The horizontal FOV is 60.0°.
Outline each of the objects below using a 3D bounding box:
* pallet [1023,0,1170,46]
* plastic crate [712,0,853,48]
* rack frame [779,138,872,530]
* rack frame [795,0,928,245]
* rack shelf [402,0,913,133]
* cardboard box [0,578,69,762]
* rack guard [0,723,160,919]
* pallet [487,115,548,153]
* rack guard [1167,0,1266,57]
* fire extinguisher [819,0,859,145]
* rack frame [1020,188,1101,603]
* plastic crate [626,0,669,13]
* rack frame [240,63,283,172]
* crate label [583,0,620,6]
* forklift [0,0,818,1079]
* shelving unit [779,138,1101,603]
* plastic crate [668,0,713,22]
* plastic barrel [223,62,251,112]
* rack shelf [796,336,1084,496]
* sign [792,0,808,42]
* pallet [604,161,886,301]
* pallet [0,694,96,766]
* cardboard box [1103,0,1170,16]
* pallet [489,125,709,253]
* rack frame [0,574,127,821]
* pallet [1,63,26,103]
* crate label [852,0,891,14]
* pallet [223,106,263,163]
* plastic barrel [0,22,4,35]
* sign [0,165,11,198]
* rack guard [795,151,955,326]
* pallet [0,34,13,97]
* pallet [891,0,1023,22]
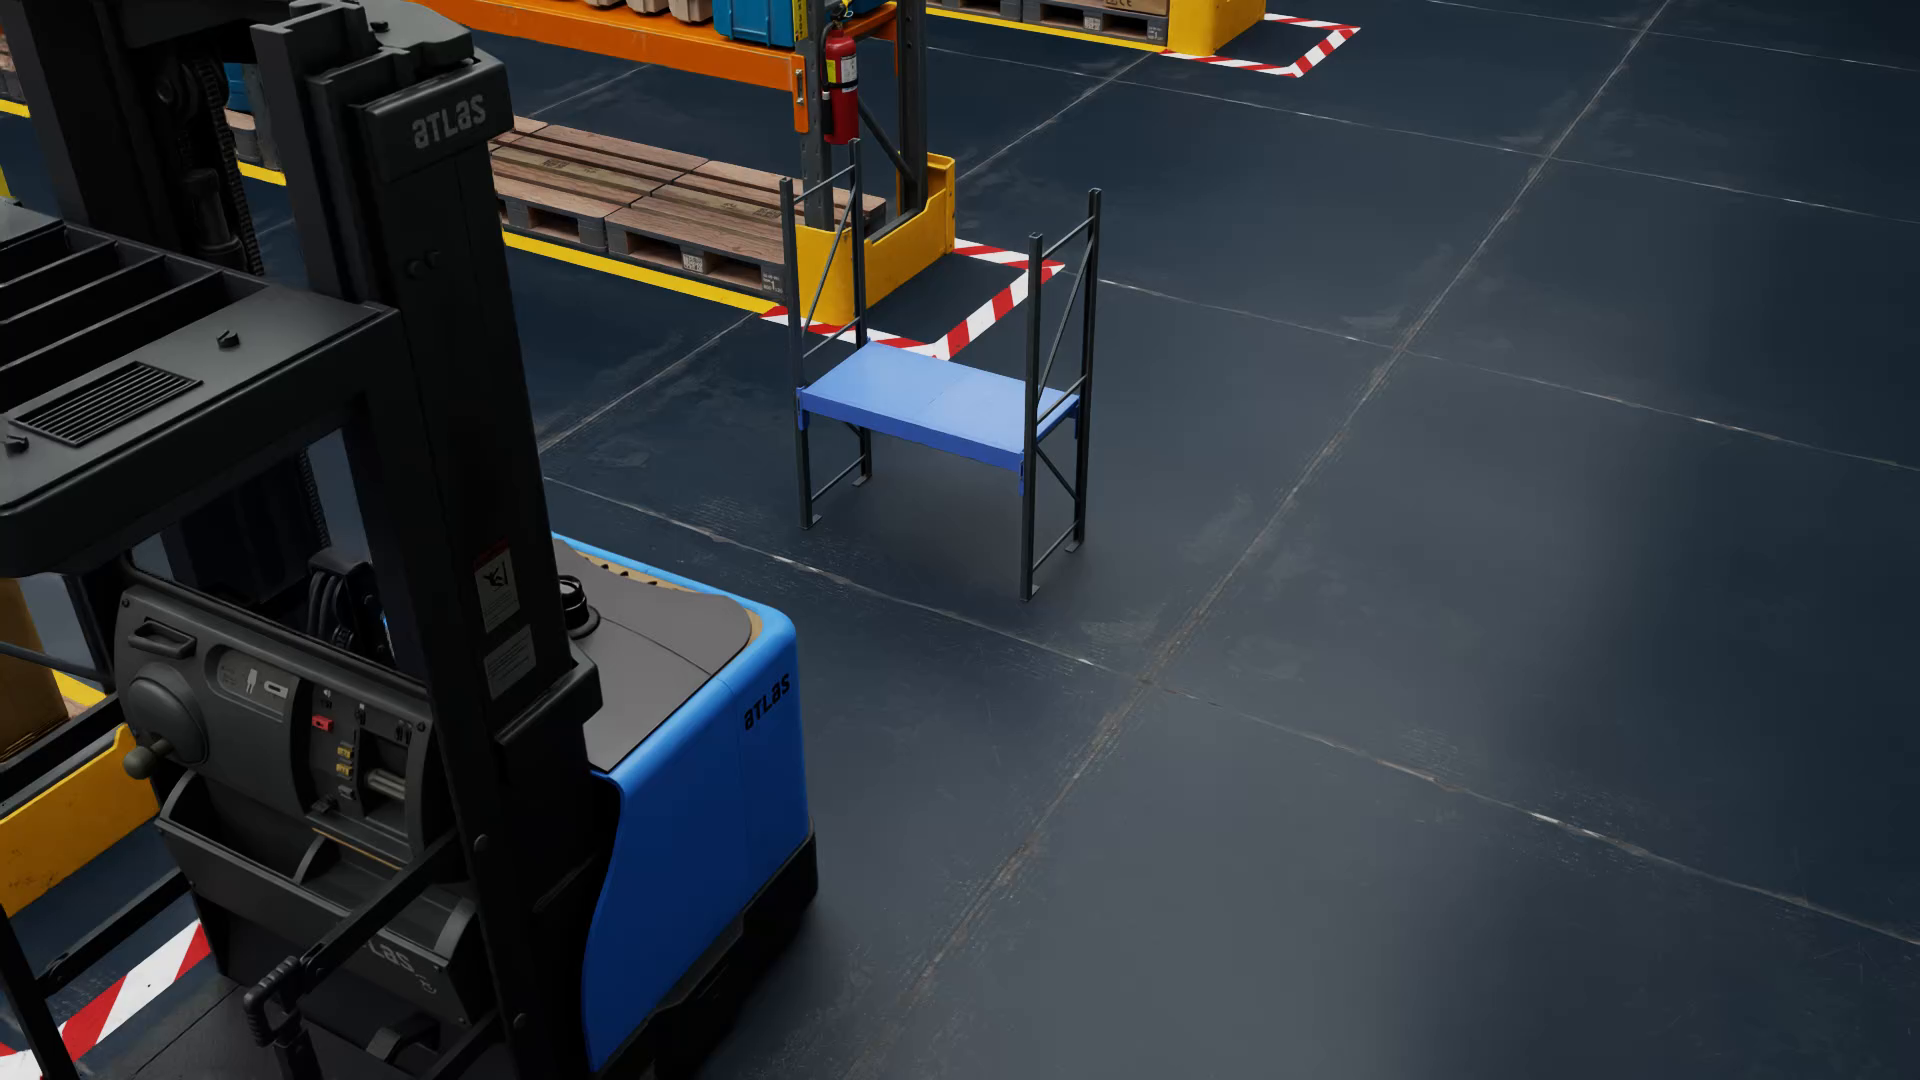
[{"bbox_3d":[1.231,-4.101,12.718,1.213,0.211,1.003,18,37,24],"label":"pallet"},{"bbox_3d":[-0.854,-2.681,7.984,0.499,0.435,0.616,18,37,24],"label":"plastic crate"},{"bbox_3d":[-0.515,-0.788,6.579,0.032,1.500,0.500,18,37,24],"label":"rack frame"},{"bbox_3d":[-0.471,-2.639,8.007,0.127,3.000,1.000,18,37,24],"label":"rack frame"},{"bbox_3d":[-2.207,-2.890,9.032,4.000,0.370,1.077,18,37,24],"label":"rack shelf"},{"bbox_3d":[-3.524,0.316,5.107,0.875,0.875,0.875,18,37,24],"label":"cardboard box"},{"bbox_3d":[-2.908,0.791,5.111,0.348,0.500,1.175,18,37,24],"label":"rack guard"},{"bbox_3d":[-3.286,-2.395,10.156,1.213,0.211,1.003,18,37,24],"label":"pallet"},{"bbox_3d":[1.924,-4.002,12.309,0.348,0.500,1.175,18,37,24],"label":"rack guard"},{"bbox_3d":[-0.565,-2.192,7.741,0.183,0.674,0.296,18,37,24],"label":"fire extinguisher"},{"bbox_3d":[0.367,-0.508,6.160,0.032,1.500,0.500,18,37,24],"label":"rack frame"},{"bbox_3d":[-1.513,-2.778,8.400,0.243,0.136,0.396,18,37,24],"label":"plastic crate"},{"bbox_3d":[-3.944,-3.739,9.659,0.127,3.000,1.000,18,37,24],"label":"rack frame"},{"bbox_3d":[-1.767,-2.843,8.497,0.243,0.136,0.396,18,37,24],"label":"crate label"},{"bbox_3d":[-1.583,0.462,3.412,1.130,2.935,3.031,17,37,24],"label":"forklift"},{"bbox_3d":[-0.074,-0.648,6.370,1.048,1.500,0.538,18,37,24],"label":"shelving unit"},{"bbox_3d":[-1.269,-2.692,8.269,0.243,0.136,0.396,18,37,24],"label":"plastic crate"},{"bbox_3d":[-4.408,-3.198,10.361,0.708,0.901,0.600,18,37,24],"label":"plastic barrel"},{"bbox_3d":[-0.074,-0.498,6.469,1.000,0.185,0.538,18,37,24],"label":"rack shelf"},{"bbox_3d":[-0.730,-2.438,7.558,0.005,0.325,0.100,18,37,24],"label":"sign"},{"bbox_3d":[-1.168,-1.724,9.149,1.213,0.211,1.003,18,37,24],"label":"pallet"},{"bbox_3d":[-3.662,0.723,5.474,1.213,0.211,1.003,18,37,24],"label":"pallet"},{"bbox_3d":[1.396,-4.196,12.202,0.500,0.500,0.500,18,37,24],"label":"cardboard box"},{"bbox_3d":[-2.223,-2.060,9.653,1.213,0.211,1.003,18,37,24],"label":"pallet"},{"bbox_3d":[-2.928,-0.256,4.428,0.127,3.000,1.000,18,37,24],"label":"rack frame"},{"bbox_3d":[-5.656,-3.146,11.284,1.213,0.211,1.003,18,37,24],"label":"pallet"},{"bbox_3d":[-0.522,-2.821,8.377,0.303,0.233,0.416,18,37,24],"label":"crate label"},{"bbox_3d":[-4.593,-2.811,10.781,1.213,0.211,1.003,18,37,24],"label":"pallet"},{"bbox_3d":[-6.983,-3.984,11.606,0.708,0.830,0.600,18,37,24],"label":"plastic barrel"},{"bbox_3d":[-2.648,-0.914,4.564,0.005,0.325,0.100,18,37,24],"label":"sign"},{"bbox_3d":[-0.444,-1.598,8.699,0.348,0.500,1.175,18,37,24],"label":"rack guard"},{"bbox_3d":[-6.711,-3.482,11.788,1.213,0.211,1.003,18,37,24],"label":"pallet"},{"bbox_3d":[0.176,-4.437,13.223,1.213,0.211,1.003,18,37,24],"label":"pallet"}]
